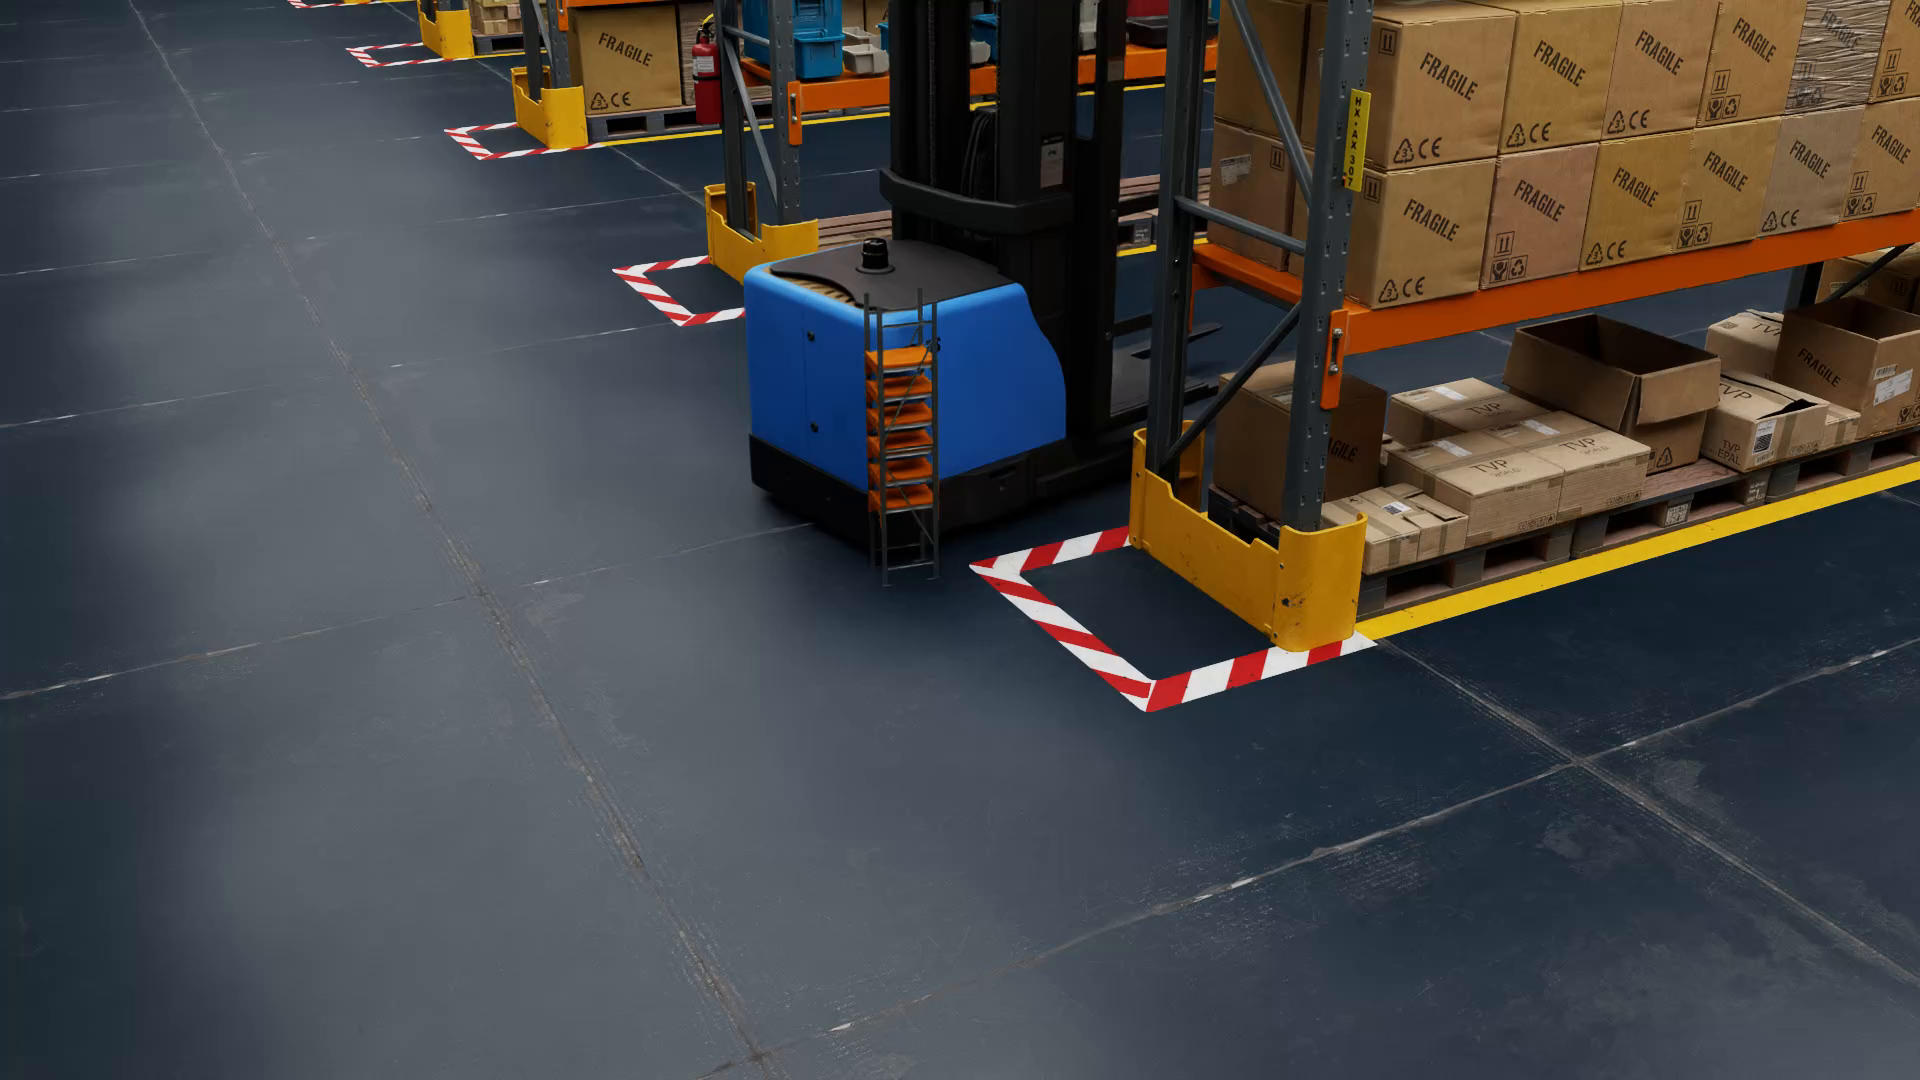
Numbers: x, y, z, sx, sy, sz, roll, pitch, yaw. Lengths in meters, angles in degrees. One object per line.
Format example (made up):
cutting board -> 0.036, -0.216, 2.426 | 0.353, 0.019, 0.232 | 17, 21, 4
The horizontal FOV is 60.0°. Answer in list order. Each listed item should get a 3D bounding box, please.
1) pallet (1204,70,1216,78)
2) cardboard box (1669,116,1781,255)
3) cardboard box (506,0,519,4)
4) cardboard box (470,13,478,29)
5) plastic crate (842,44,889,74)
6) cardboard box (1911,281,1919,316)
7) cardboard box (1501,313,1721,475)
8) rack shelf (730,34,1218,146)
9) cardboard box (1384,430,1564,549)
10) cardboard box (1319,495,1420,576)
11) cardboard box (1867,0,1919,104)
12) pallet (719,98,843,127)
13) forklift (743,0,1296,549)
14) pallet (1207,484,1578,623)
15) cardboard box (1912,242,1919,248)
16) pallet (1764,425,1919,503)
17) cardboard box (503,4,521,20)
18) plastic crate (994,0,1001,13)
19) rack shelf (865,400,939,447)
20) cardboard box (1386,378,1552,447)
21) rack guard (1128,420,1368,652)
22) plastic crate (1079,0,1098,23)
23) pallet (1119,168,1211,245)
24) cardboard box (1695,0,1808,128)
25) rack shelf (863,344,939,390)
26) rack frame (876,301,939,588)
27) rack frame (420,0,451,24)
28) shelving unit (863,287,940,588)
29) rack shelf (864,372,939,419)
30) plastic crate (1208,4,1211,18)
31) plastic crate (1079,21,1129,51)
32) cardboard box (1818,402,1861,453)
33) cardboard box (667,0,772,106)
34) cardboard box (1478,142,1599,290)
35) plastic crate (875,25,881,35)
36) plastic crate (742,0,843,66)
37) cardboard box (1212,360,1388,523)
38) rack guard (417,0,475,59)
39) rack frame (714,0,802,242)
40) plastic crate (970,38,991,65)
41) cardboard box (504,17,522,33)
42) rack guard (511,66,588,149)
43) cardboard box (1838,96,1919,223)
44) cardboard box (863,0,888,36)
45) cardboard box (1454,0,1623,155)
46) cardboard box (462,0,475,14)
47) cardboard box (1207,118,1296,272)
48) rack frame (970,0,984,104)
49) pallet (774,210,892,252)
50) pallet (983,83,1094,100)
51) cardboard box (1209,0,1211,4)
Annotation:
pallet -> 2.739, -5.180, 17.794 | 1.213, 0.211, 1.003 | -13, 29, -25
cardboard box -> 2.924, -1.499, 6.792 | 0.500, 0.500, 0.500 | -13, 28, -24
cardboard box -> -5.025, -6.105, 18.622 | 0.250, 0.149, 0.380 | -12, 28, -24
cardboard box -> -5.467, -5.945, 18.975 | 0.250, 0.149, 0.380 | -12, 28, -24
plastic crate -> -0.564, -2.914, 10.089 | 0.298, 0.136, 0.250 | -13, 29, -25
cardboard box -> 5.140, -1.047, 8.344 | 0.500, 0.500, 0.500 | -14, 29, -27
cardboard box -> 2.943, -0.658, 7.531 | 0.637, 0.503, 0.797 | -13, 29, -25
rack shelf -> 0.506, -3.131, 11.136 | 4.000, 0.370, 1.077 | -13, 29, -25
cardboard box -> 2.124, -0.218, 6.907 | 0.500, 0.250, 0.500 | -13, 29, -25
cardboard box -> 1.600, -0.022, 6.616 | 0.250, 0.149, 0.380 | -13, 29, -25
cardboard box -> 3.824, -2.158, 7.009 | 0.500, 0.500, 0.500 | -14, 29, -26
pallet -> -1.845, -4.122, 15.591 | 1.213, 0.211, 1.003 | -13, 29, -25
forklift -> 0.489, -1.795, 7.602 | 3.031, 2.935, 1.130 | -20, 32, -36
pallet -> 1.839, -0.076, 7.165 | 1.213, 0.211, 1.003 | -13, 29, -25
cardboard box -> 5.339, -1.349, 8.973 | 0.500, 0.500, 0.500 | -13, 29, -25
pallet -> 3.992, -0.573, 8.200 | 1.213, 0.211, 1.003 | -13, 29, -25
cardboard box -> -4.982, -5.935, 18.611 | 0.250, 0.149, 0.380 | -13, 29, -25
plastic crate -> 0.433, -3.515, 11.230 | 0.300, 0.233, 0.416 | -13, 29, -25
rack shelf -> -0.233, -0.468, 6.663 | 0.258, 0.103, 0.180 | -8, 27, -17
cardboard box -> 2.285, -0.501, 7.496 | 0.500, 0.250, 0.500 | -13, 29, -25
rack guard -> 1.136, -0.044, 6.764 | 0.348, 0.500, 1.175 | -13, 29, -25
plastic crate -> 0.837, -3.595, 11.340 | 0.530, 0.282, 0.437 | -13, 29, -25
pallet -> 1.641, -2.441, 12.089 | 1.213, 0.211, 1.003 | -13, 29, -25
cardboard box -> 2.934, -1.954, 6.583 | 0.500, 0.500, 0.500 | -13, 29, -26
rack shelf -> -0.233, -0.684, 6.559 | 0.258, 0.103, 0.180 | -8, 27, -17
rack frame -> -0.203, -0.362, 6.618 | 0.240, 1.200, 0.006 | -8, 27, -17
rack frame -> -5.834, -6.854, 18.060 | 0.127, 3.000, 1.000 | -13, 29, -25
shelving unit -> -0.233, -0.400, 6.696 | 0.258, 1.200, 0.189 | -8, 27, -17
rack shelf -> -0.233, -0.576, 6.611 | 0.258, 0.103, 0.180 | -8, 27, -17
plastic crate -> 1.793, -3.730, 11.789 | 0.243, 0.136, 0.396 | -13, 29, -25
plastic crate -> 0.876, -3.301, 10.895 | 0.466, 0.136, 0.293 | -13, 29, -25
cardboard box -> 3.927, -0.559, 7.735 | 0.250, 0.149, 0.380 | -13, 29, -25
cardboard box -> -2.259, -4.517, 15.162 | 0.875, 0.875, 0.875 | -13, 29, -25
cardboard box -> 2.038, -1.297, 6.370 | 0.500, 0.500, 0.500 | -13, 29, -26
plastic crate -> -0.361, -3.245, 10.777 | 0.243, 0.136, 0.396 | -13, 29, -25
plastic crate -> -1.051, -3.230, 10.402 | 0.499, 0.435, 0.616 | -13, 29, -25
cardboard box -> 1.433, -0.431, 7.063 | 0.500, 0.500, 0.500 | -13, 29, -25
rack guard -> -5.767, -5.743, 18.633 | 0.348, 0.500, 1.175 | -13, 29, -25
rack frame -> -1.258, -3.048, 10.132 | 0.127, 3.000, 1.000 | -13, 29, -25
plastic crate -> 0.035, -3.052, 10.377 | 0.298, 0.136, 0.250 | -13, 29, -25
cardboard box -> -5.028, -5.827, 18.730 | 0.250, 0.149, 0.380 | -13, 29, -25
rack guard -> -3.610, -3.807, 14.603 | 0.348, 0.500, 1.175 | -13, 29, -25
cardboard box -> 3.824, -1.710, 7.229 | 0.500, 0.500, 0.500 | -12, 28, -24
cardboard box -> -0.680, -4.881, 15.921 | 0.875, 0.875, 0.875 | -13, 29, -25
cardboard box -> 2.043, -1.750, 6.158 | 0.500, 0.500, 0.500 | -13, 28, -25
cardboard box -> -5.502, -6.109, 18.973 | 0.250, 0.149, 0.380 | -14, 29, -26
cardboard box -> 1.336, -1.395, 6.575 | 0.500, 0.500, 0.500 | -12, 28, -24
rack frame -> -0.060, -5.754, 15.769 | 0.127, 3.000, 1.000 | -13, 29, -25
pallet -> -0.512, -1.944, 11.054 | 1.213, 0.211, 1.003 | -13, 29, -25
pallet -> 0.586, -4.683, 16.759 | 1.213, 0.211, 1.003 | -13, 29, -25
cardboard box -> 2.061, -5.489, 17.186 | 0.875, 0.875, 1.225 | -13, 29, -25
